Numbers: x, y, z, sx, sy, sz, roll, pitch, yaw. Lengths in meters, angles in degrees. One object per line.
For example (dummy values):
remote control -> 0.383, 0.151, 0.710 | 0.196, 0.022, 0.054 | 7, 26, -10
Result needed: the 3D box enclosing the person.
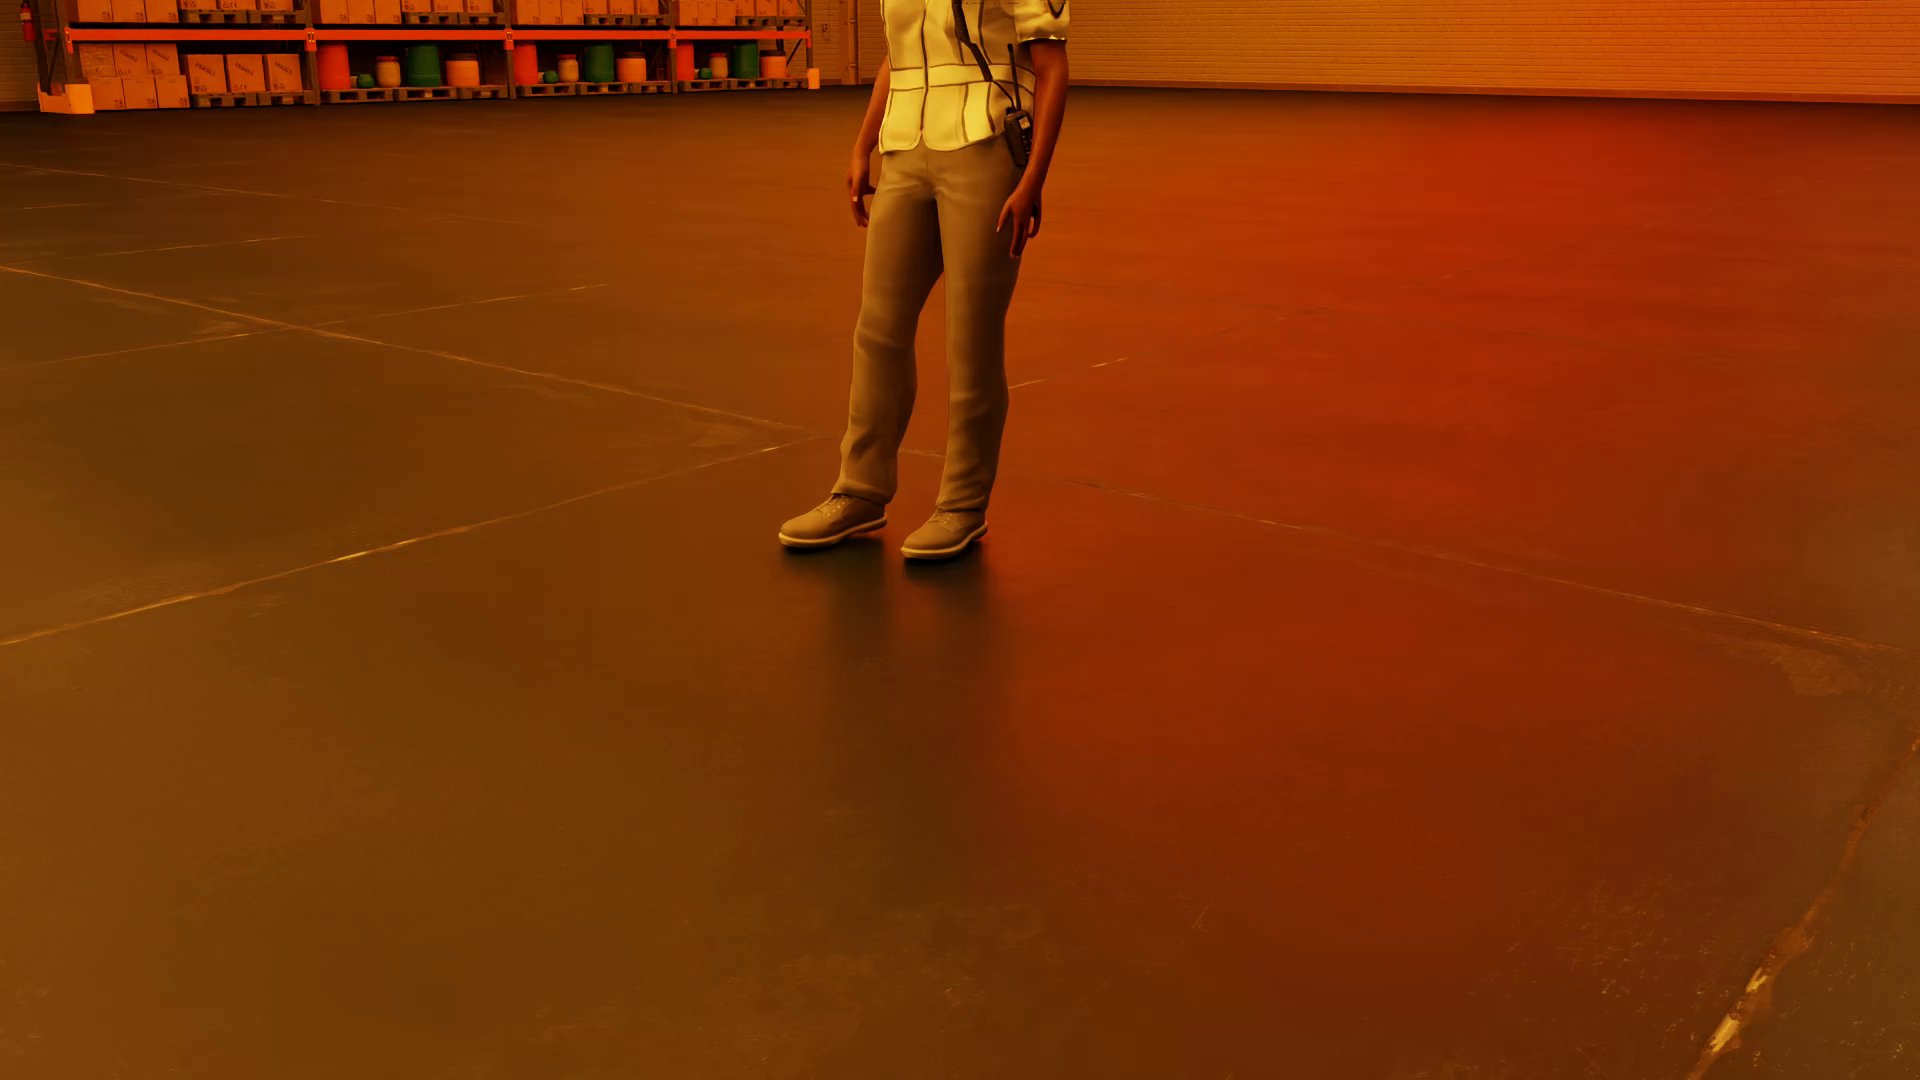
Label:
person -> -0.063, -0.805, 3.650 | 0.570, 1.697, 0.528 | 13, 21, 37
